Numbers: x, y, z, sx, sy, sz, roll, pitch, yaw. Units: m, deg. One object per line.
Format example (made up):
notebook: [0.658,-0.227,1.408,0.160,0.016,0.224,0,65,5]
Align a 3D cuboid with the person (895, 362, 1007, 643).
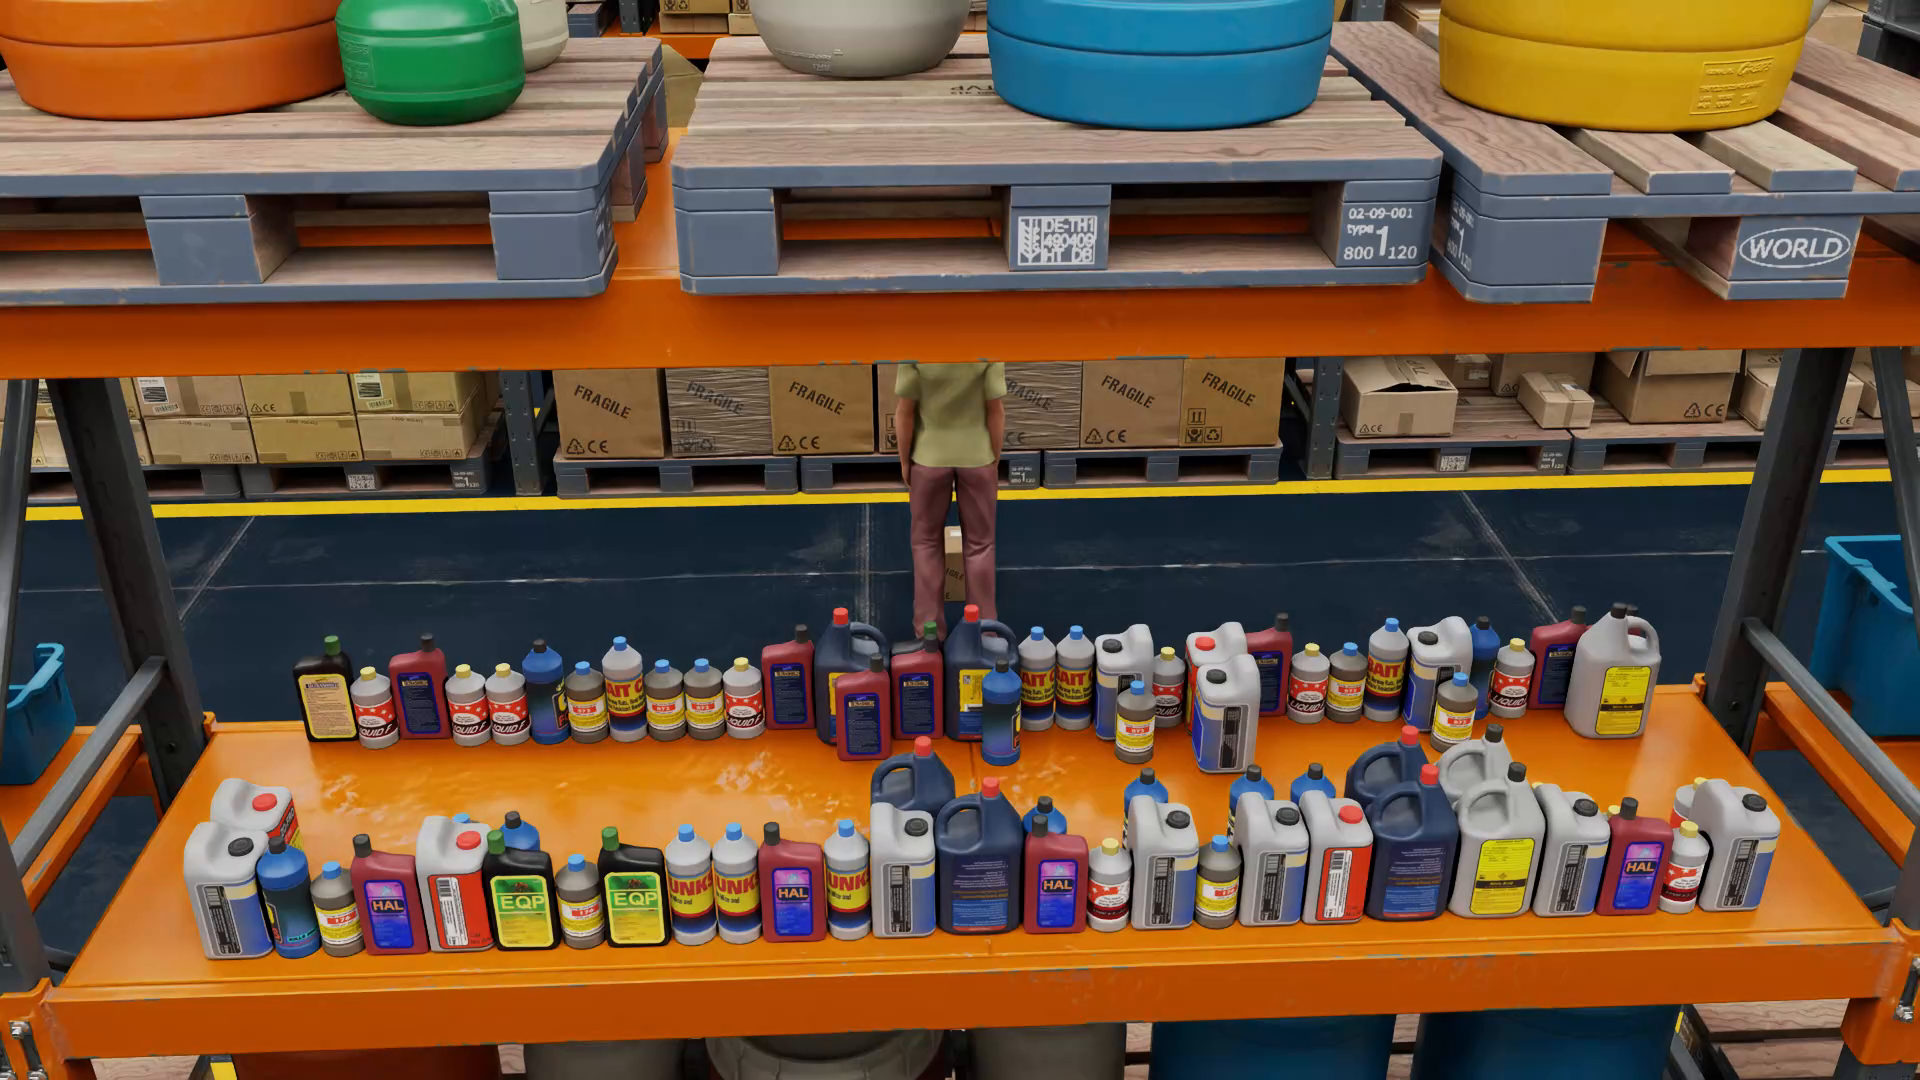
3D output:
person: [-0.038,-0.296,6.694,0.442,1.671,0.364,-1,28,-1]
